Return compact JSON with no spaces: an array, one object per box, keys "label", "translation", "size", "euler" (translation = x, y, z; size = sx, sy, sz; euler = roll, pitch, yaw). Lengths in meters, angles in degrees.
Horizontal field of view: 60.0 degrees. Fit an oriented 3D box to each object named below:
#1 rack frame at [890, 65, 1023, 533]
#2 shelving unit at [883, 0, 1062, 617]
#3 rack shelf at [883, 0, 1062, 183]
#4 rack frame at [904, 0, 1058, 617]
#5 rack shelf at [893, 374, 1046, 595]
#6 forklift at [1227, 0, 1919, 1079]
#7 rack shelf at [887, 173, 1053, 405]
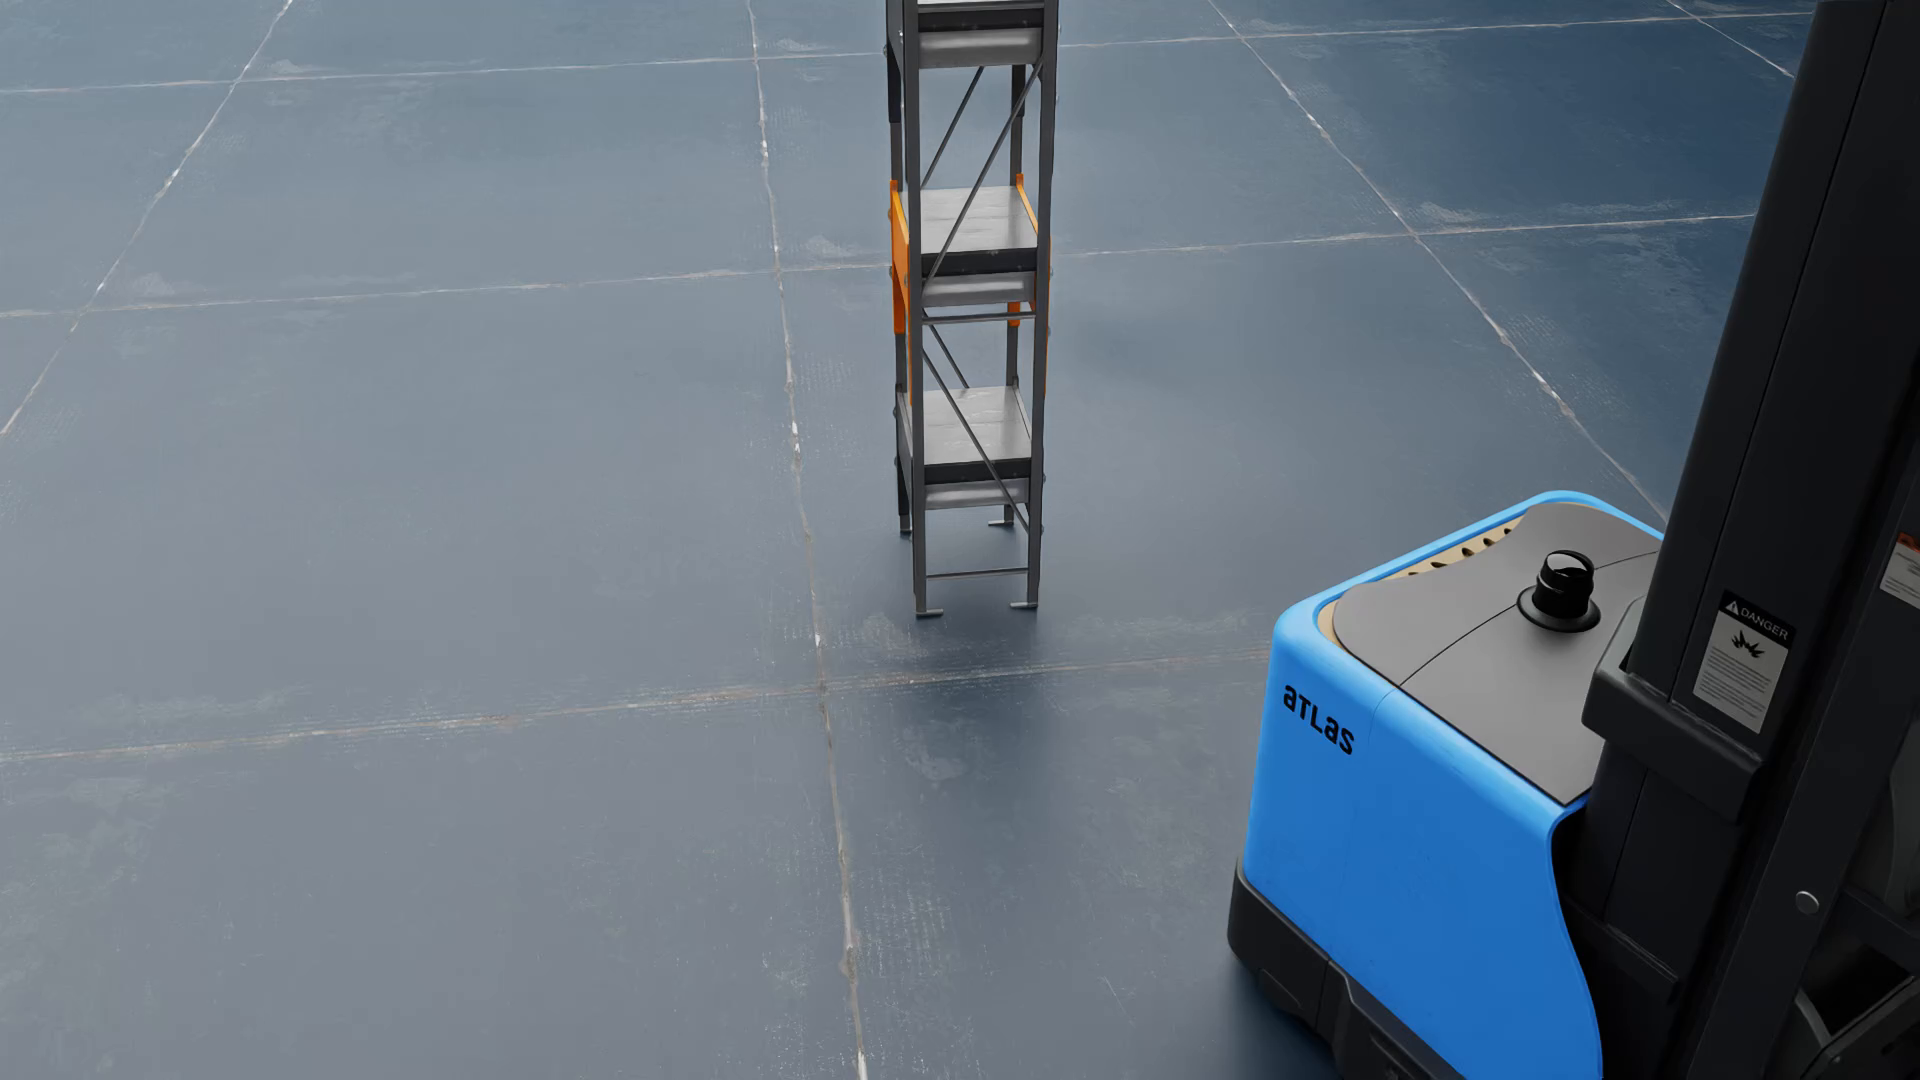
[{"label":"rack frame","translation":[-0.011,-0.911,5.223],"size":[0.400,2.100,0.015],"euler":[-4,35,-6]},{"label":"shelving unit","translation":[0.022,-0.775,5.023],"size":[0.431,2.100,0.503],"euler":[-4,35,-6]},{"label":"rack shelf","translation":[0.022,-1.342,4.637],"size":[0.431,0.518,0.480],"euler":[-4,35,-6]},{"label":"rack frame","translation":[0.055,-0.639,4.823],"size":[0.400,2.100,0.015],"euler":[-4,35,-6]},{"label":"rack shelf","translation":[0.022,-0.186,5.425],"size":[0.431,0.518,0.480],"euler":[-4,35,-6]},{"label":"forklift","translation":[1.906,0.373,2.601],"size":[1.130,2.935,3.031],"euler":[-21,39,-27]},{"label":"rack shelf","translation":[0.022,-0.764,5.031],"size":[0.431,0.518,0.480],"euler":[-4,35,-6]}]
